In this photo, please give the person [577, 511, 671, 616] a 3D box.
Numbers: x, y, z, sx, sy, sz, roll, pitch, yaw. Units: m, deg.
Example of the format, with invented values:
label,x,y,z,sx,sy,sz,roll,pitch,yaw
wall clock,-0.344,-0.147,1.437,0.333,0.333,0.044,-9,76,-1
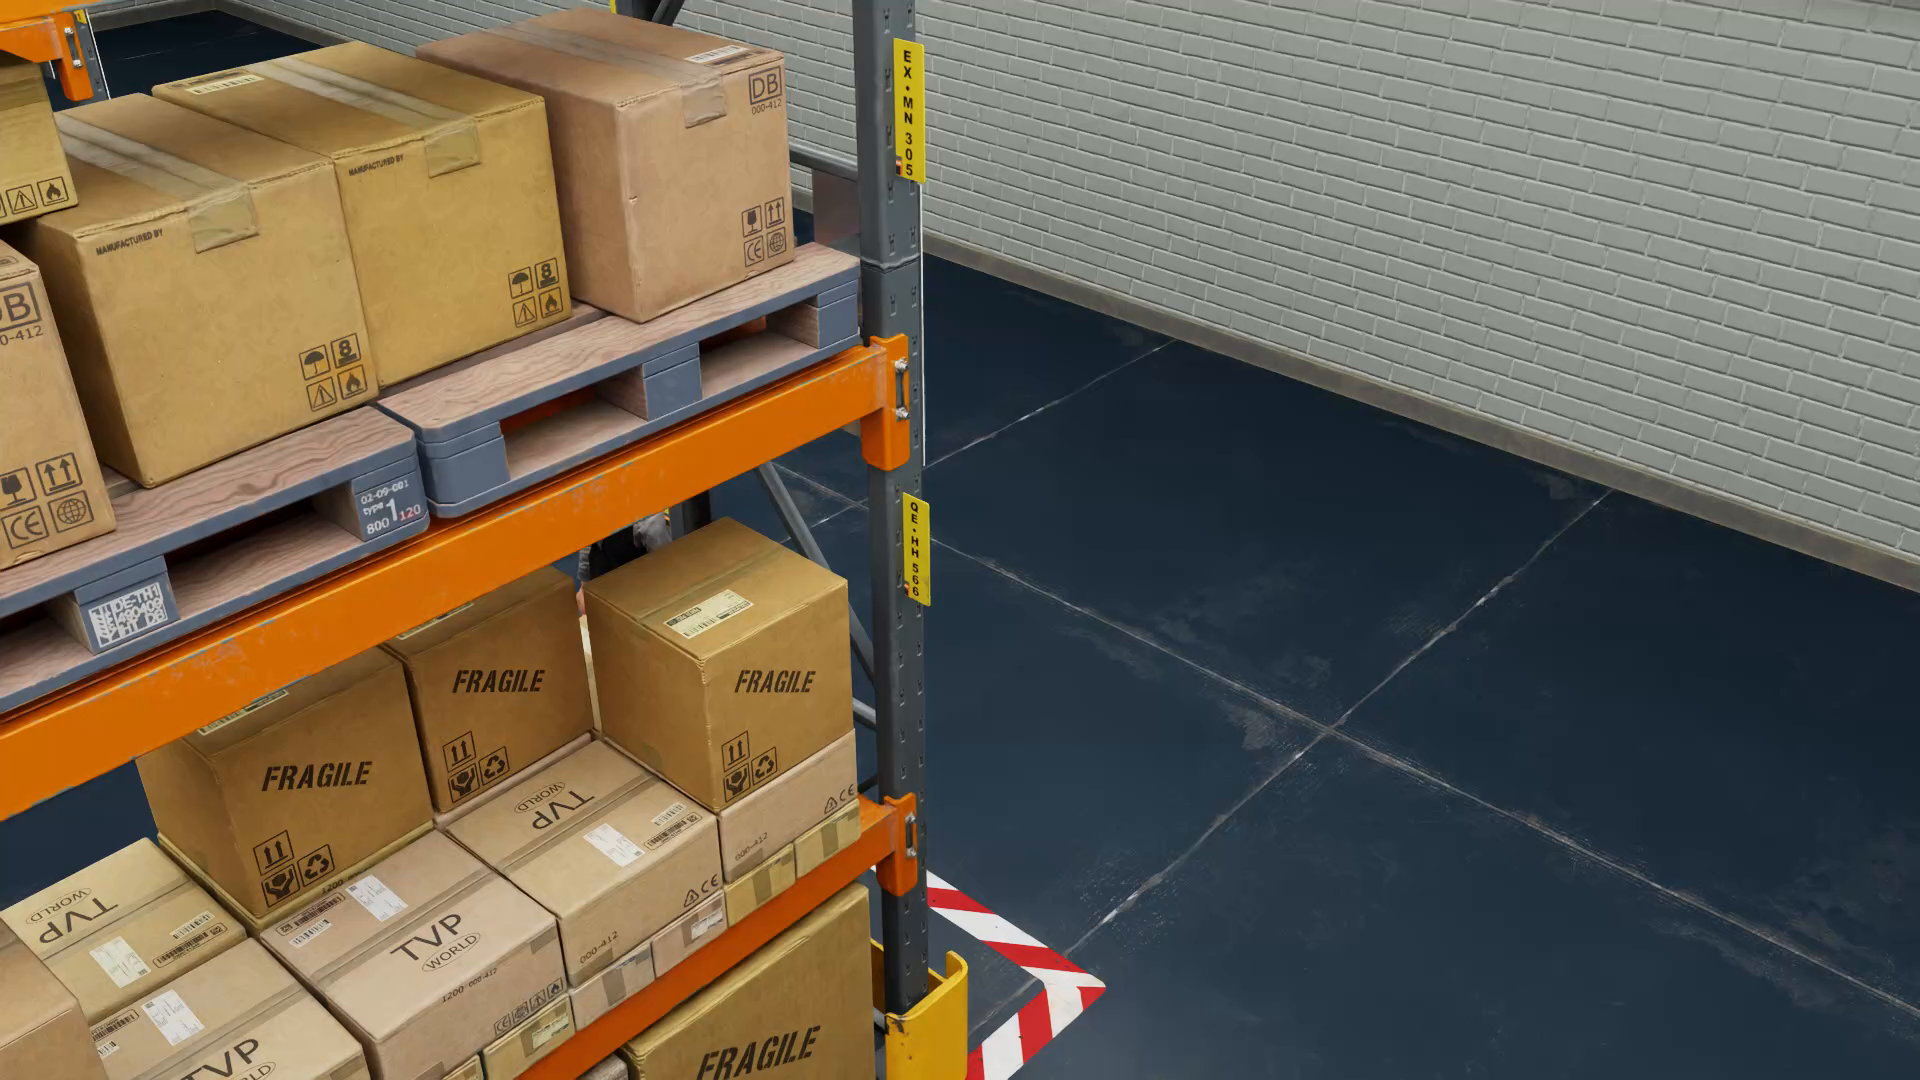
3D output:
label,x,y,z,sx,sy,sz,roll,pitch,yaw
person,-1.303,0.279,6.694,0.581,1.721,0.419,25,39,35
